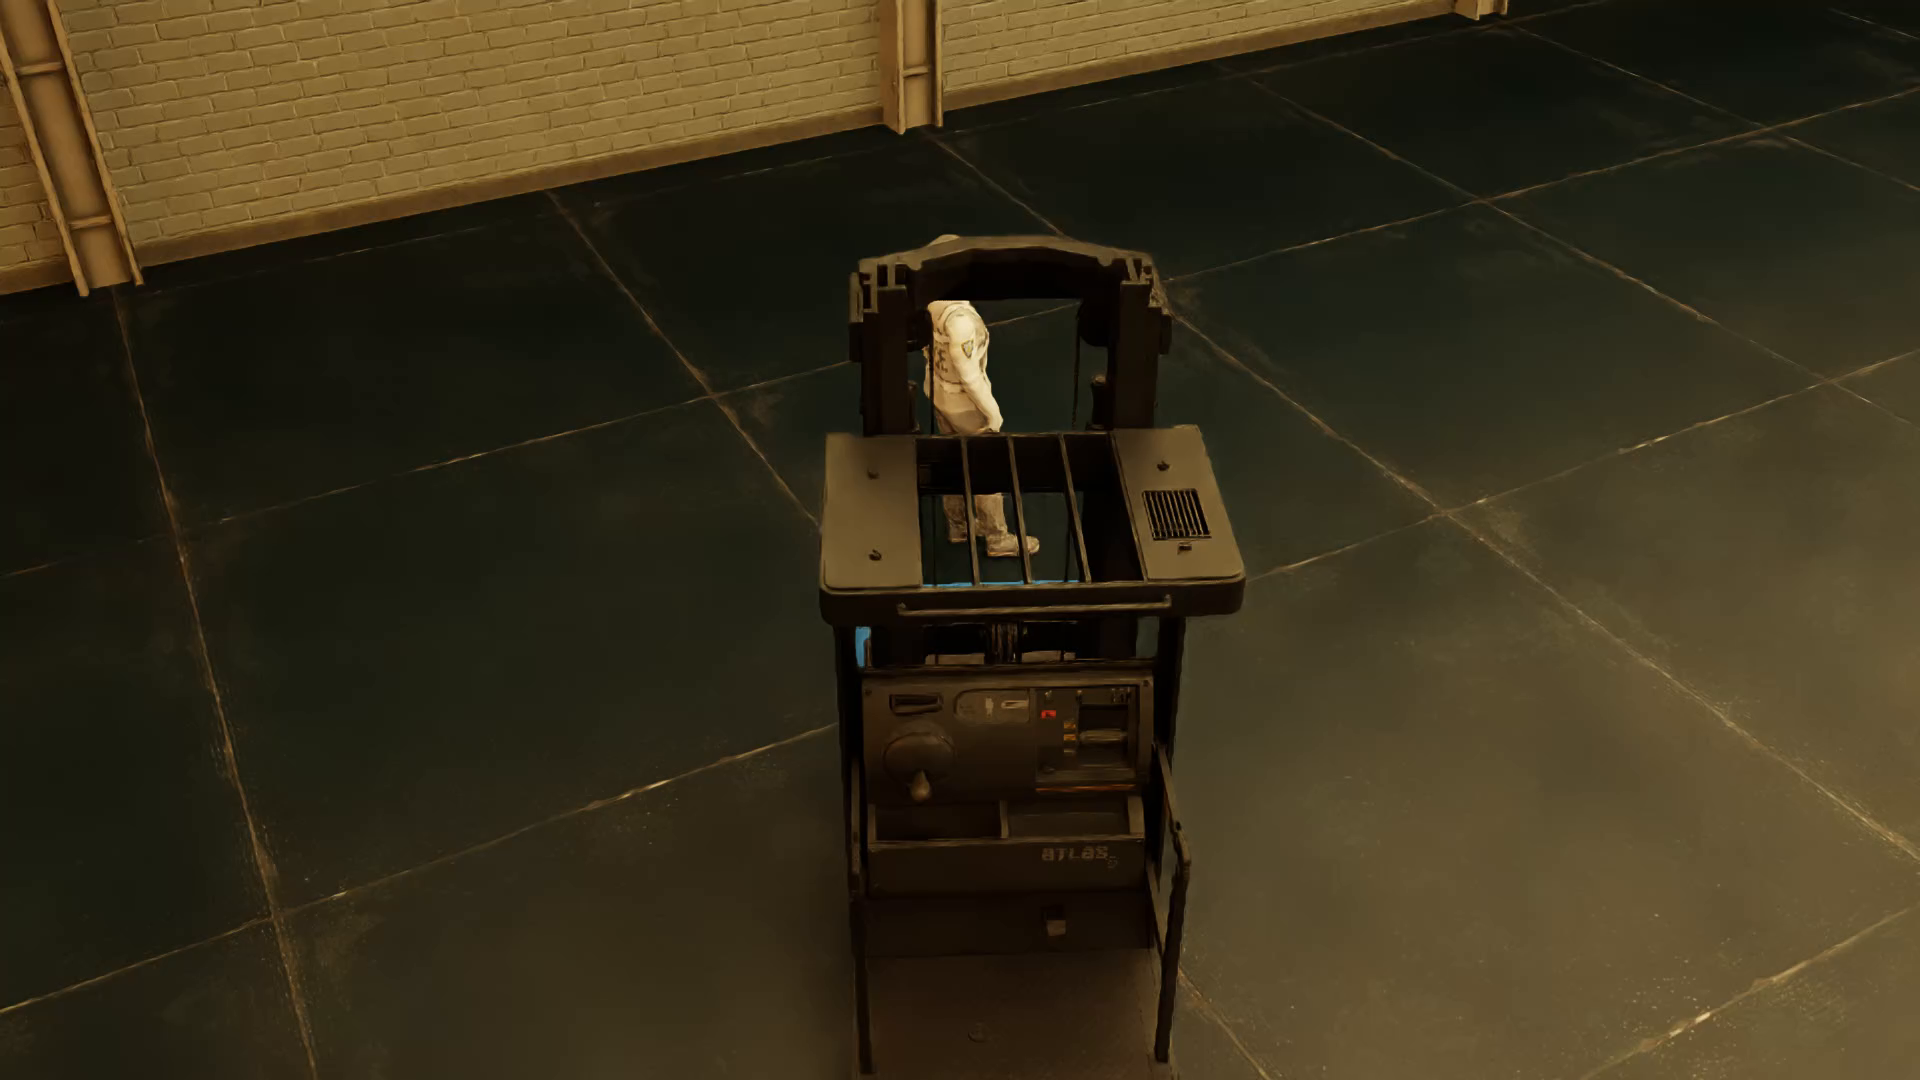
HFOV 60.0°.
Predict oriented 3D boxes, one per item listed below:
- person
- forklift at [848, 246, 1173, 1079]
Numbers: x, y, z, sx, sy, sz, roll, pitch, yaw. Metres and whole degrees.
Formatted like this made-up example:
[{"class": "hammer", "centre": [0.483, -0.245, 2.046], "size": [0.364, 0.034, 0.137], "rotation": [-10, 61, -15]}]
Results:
[{"class": "person", "centre": [0.081, -0.695, 8.202], "size": [0.500, 1.651, 0.568], "rotation": [-17, 39, -23]}, {"class": "forklift", "centre": [0.139, 0.402, 5.609], "size": [1.129, 2.867, 1.939], "rotation": [-2, 35, -2]}]
